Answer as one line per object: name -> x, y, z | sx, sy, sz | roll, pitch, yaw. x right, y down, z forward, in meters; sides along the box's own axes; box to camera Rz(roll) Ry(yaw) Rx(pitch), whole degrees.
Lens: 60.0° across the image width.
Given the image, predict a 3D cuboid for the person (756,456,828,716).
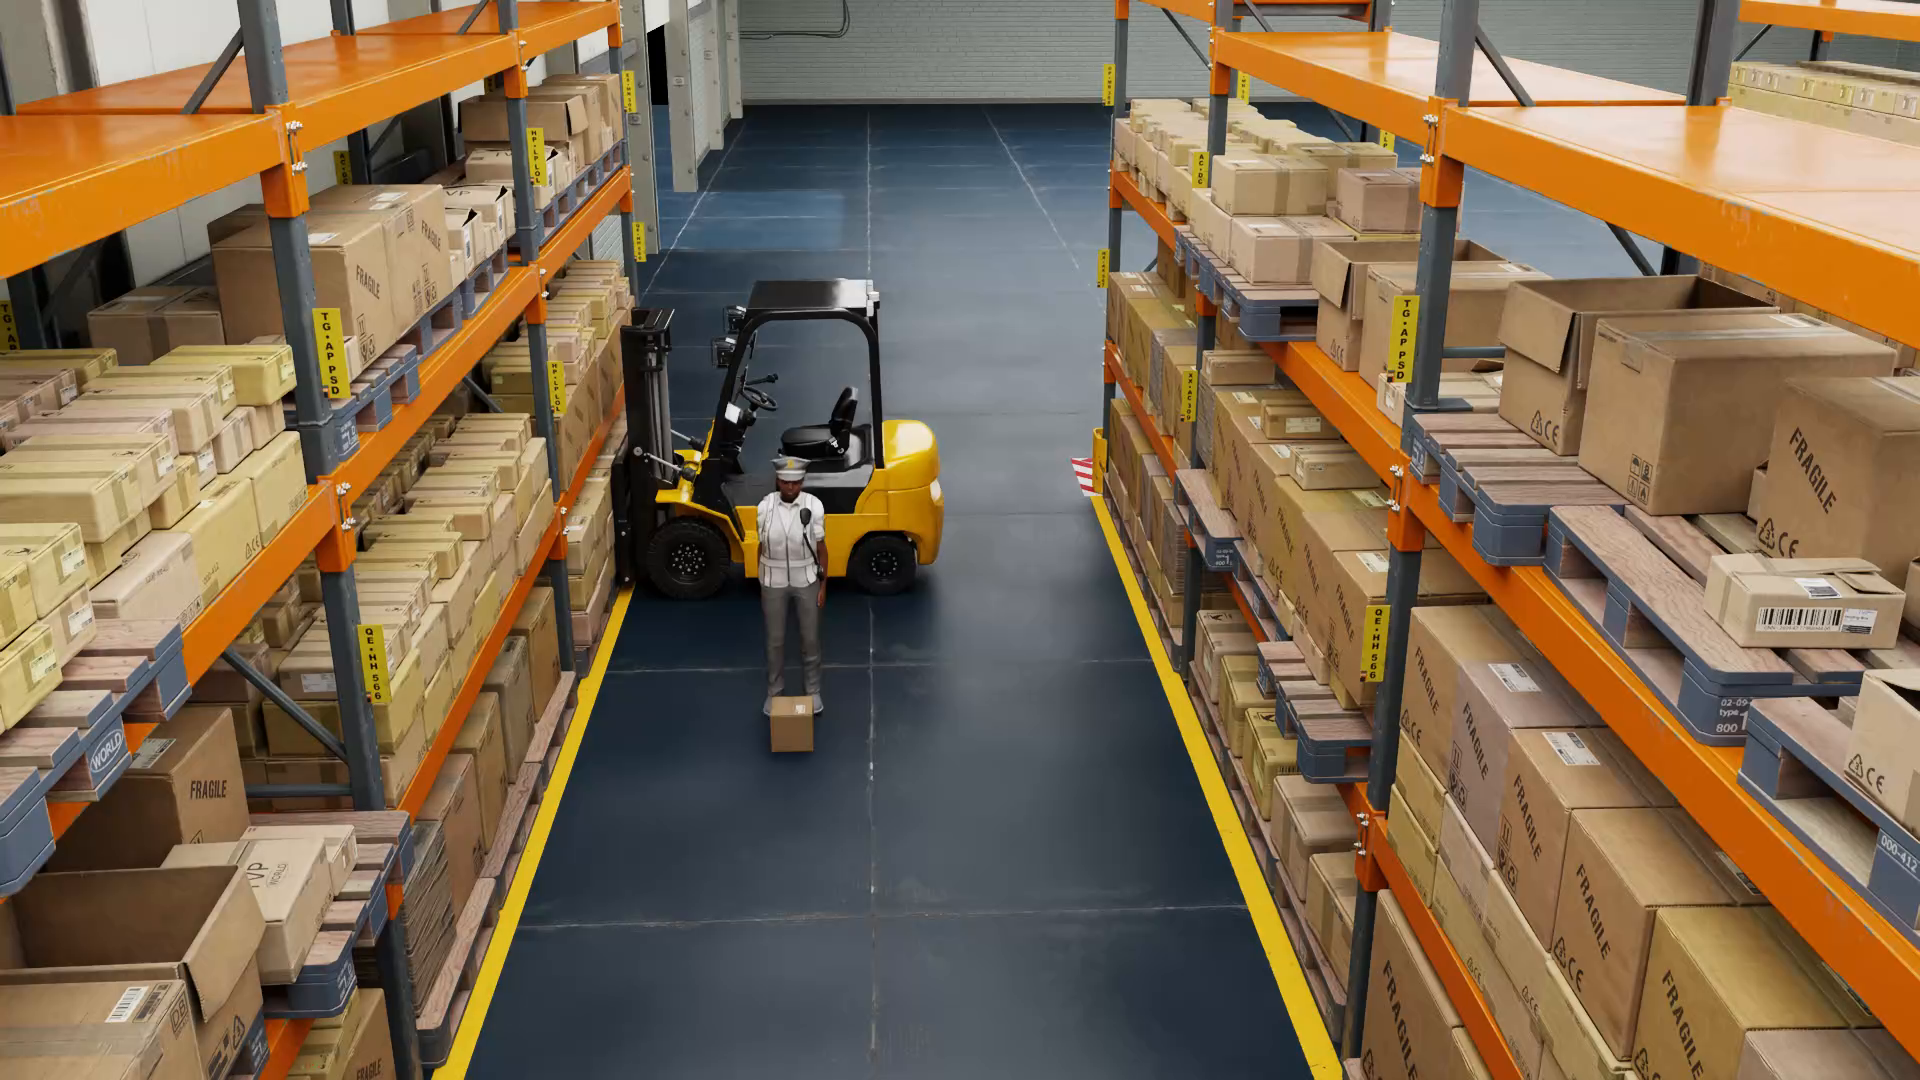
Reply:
person -> -1.033, 0.279, 10.308 | 0.437, 1.684, 0.340 | -1, 21, -2
